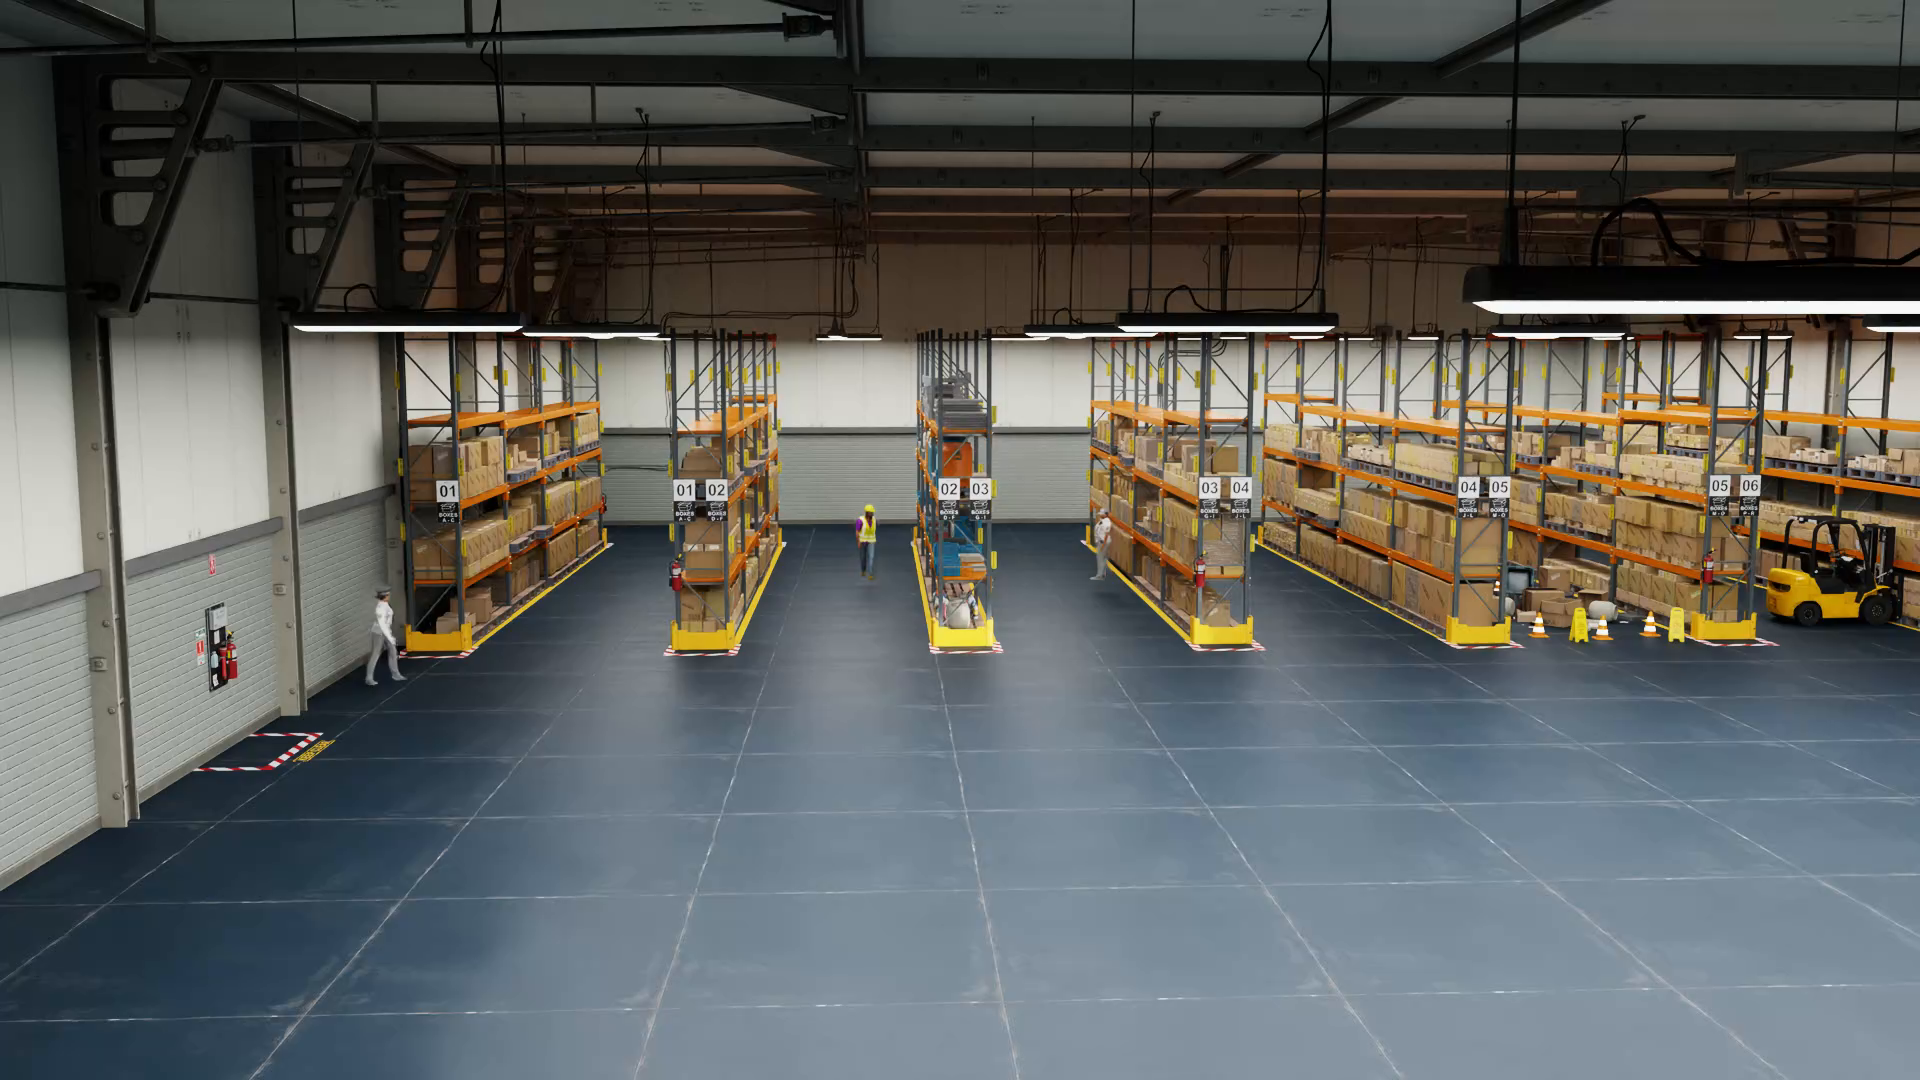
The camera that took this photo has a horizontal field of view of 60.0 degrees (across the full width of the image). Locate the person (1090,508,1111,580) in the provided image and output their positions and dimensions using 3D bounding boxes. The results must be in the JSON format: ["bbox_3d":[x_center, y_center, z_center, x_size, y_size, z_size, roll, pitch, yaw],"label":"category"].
[{"bbox_3d":[3.241,0.110,38.292,0.459,1.721,0.562,0,7,4],"label":"person"}]

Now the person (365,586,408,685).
[{"bbox_3d":[-9.741,1.612,28.100,0.593,1.678,0.632,0,7,1],"label":"person"}]

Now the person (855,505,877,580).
[{"bbox_3d":[-2.175,0.050,38.409,0.486,1.723,1.018,0,7,-2],"label":"person"}]
